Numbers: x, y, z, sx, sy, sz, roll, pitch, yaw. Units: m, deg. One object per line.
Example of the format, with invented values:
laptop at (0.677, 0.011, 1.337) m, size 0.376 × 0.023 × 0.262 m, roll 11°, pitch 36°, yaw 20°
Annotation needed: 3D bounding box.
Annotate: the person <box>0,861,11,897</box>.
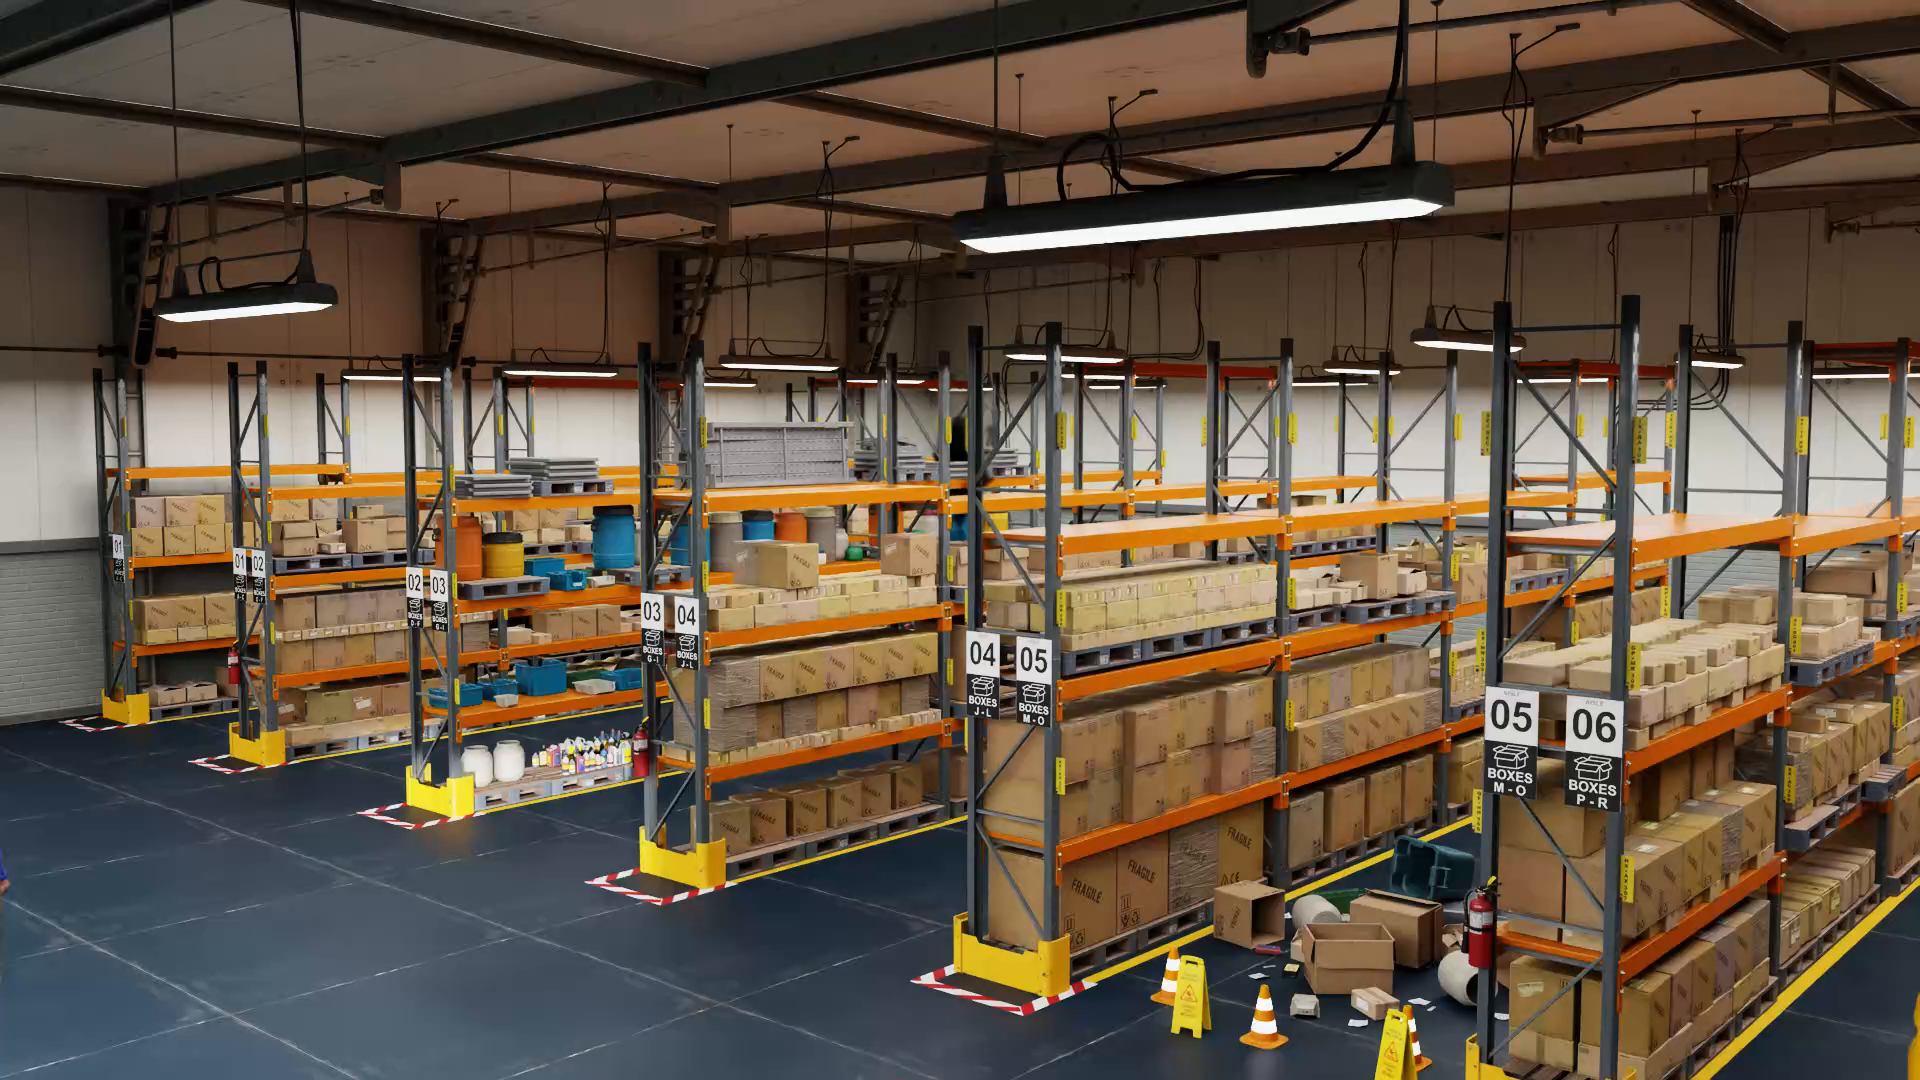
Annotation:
person at (-8.481, 3.285, 14.307) m, size 0.579 × 1.672 × 0.861 m, roll -2°, pitch 5°, yaw -23°
